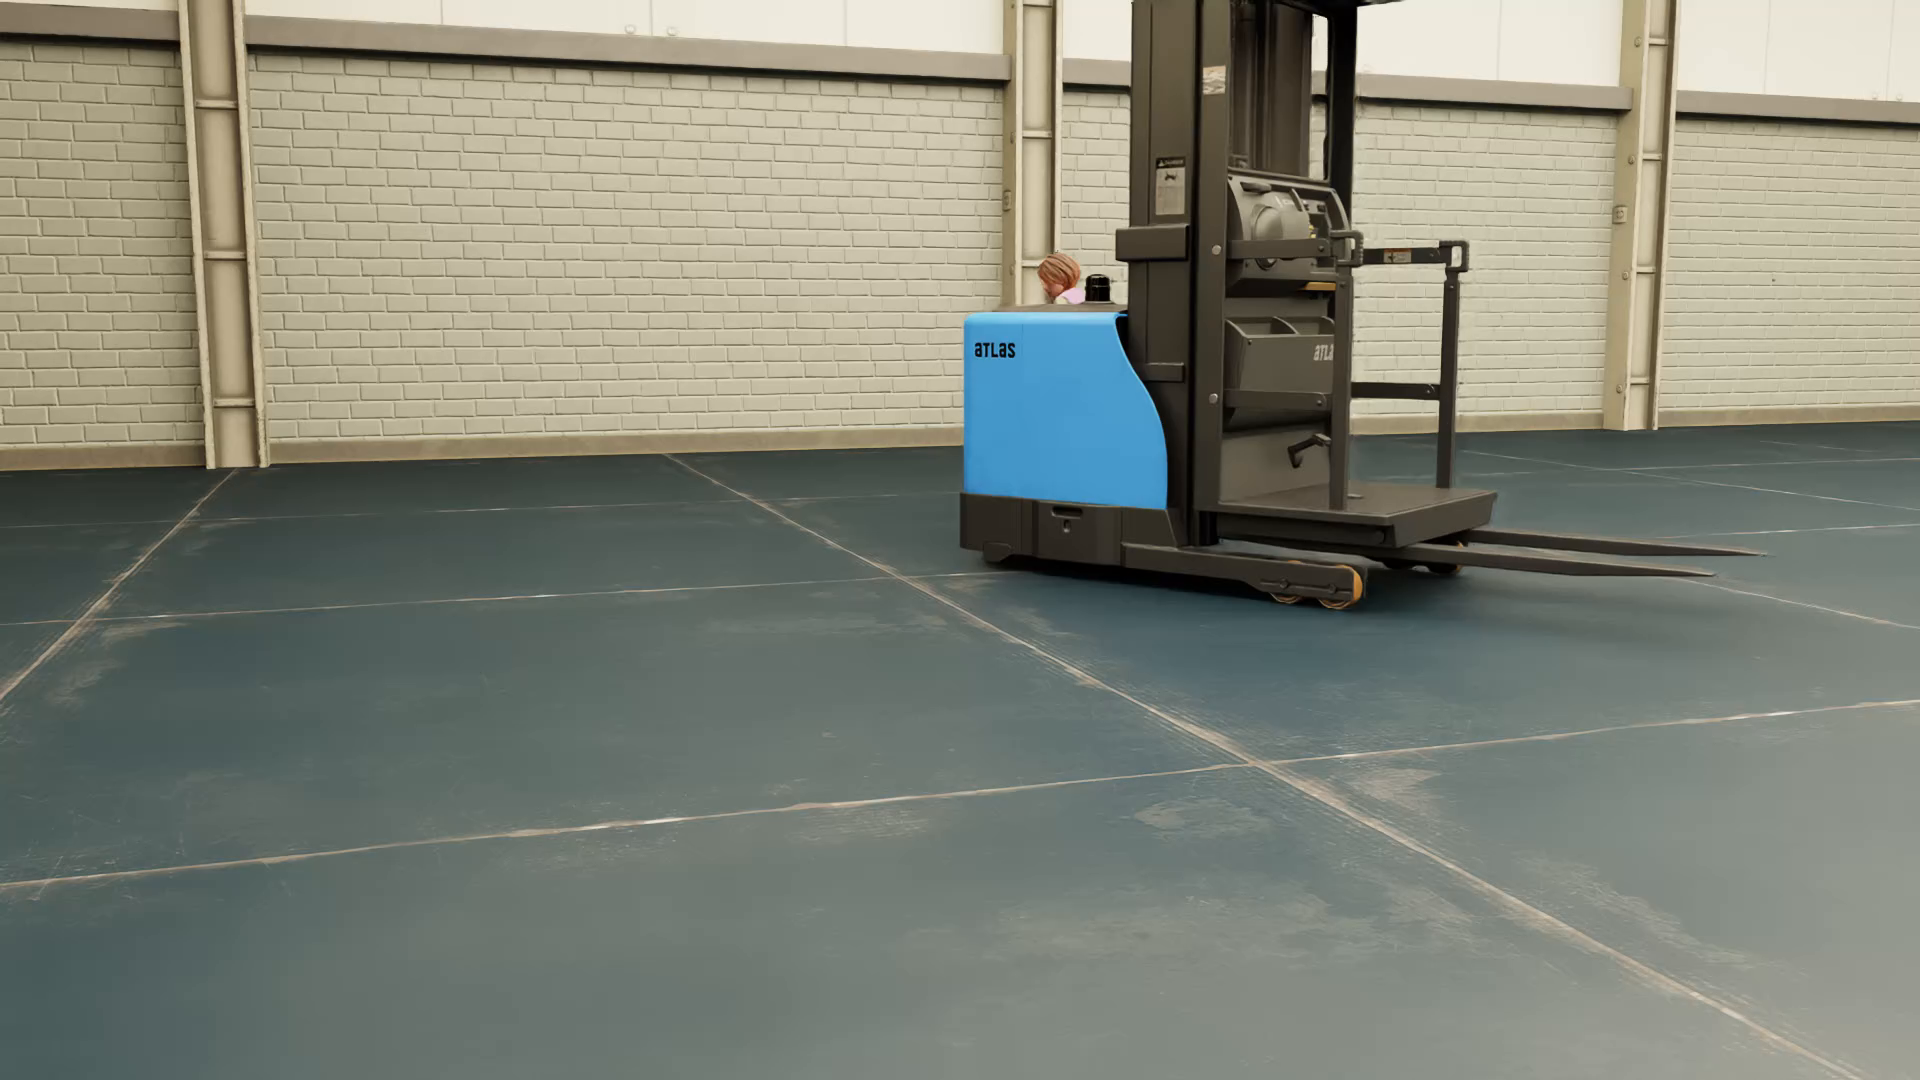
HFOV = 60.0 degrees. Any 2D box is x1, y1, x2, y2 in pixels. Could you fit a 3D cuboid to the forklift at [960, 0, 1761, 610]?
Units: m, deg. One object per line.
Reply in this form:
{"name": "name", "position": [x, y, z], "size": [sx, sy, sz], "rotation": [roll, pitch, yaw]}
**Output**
{"name": "forklift", "position": [1.471, -1.278, 6.446], "size": [3.031, 2.935, 1.130], "rotation": [6, 10, 38]}

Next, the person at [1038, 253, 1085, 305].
{"name": "person", "position": [0.660, -0.806, 8.799], "size": [0.692, 1.394, 0.583], "rotation": [-4, 9, -26]}
